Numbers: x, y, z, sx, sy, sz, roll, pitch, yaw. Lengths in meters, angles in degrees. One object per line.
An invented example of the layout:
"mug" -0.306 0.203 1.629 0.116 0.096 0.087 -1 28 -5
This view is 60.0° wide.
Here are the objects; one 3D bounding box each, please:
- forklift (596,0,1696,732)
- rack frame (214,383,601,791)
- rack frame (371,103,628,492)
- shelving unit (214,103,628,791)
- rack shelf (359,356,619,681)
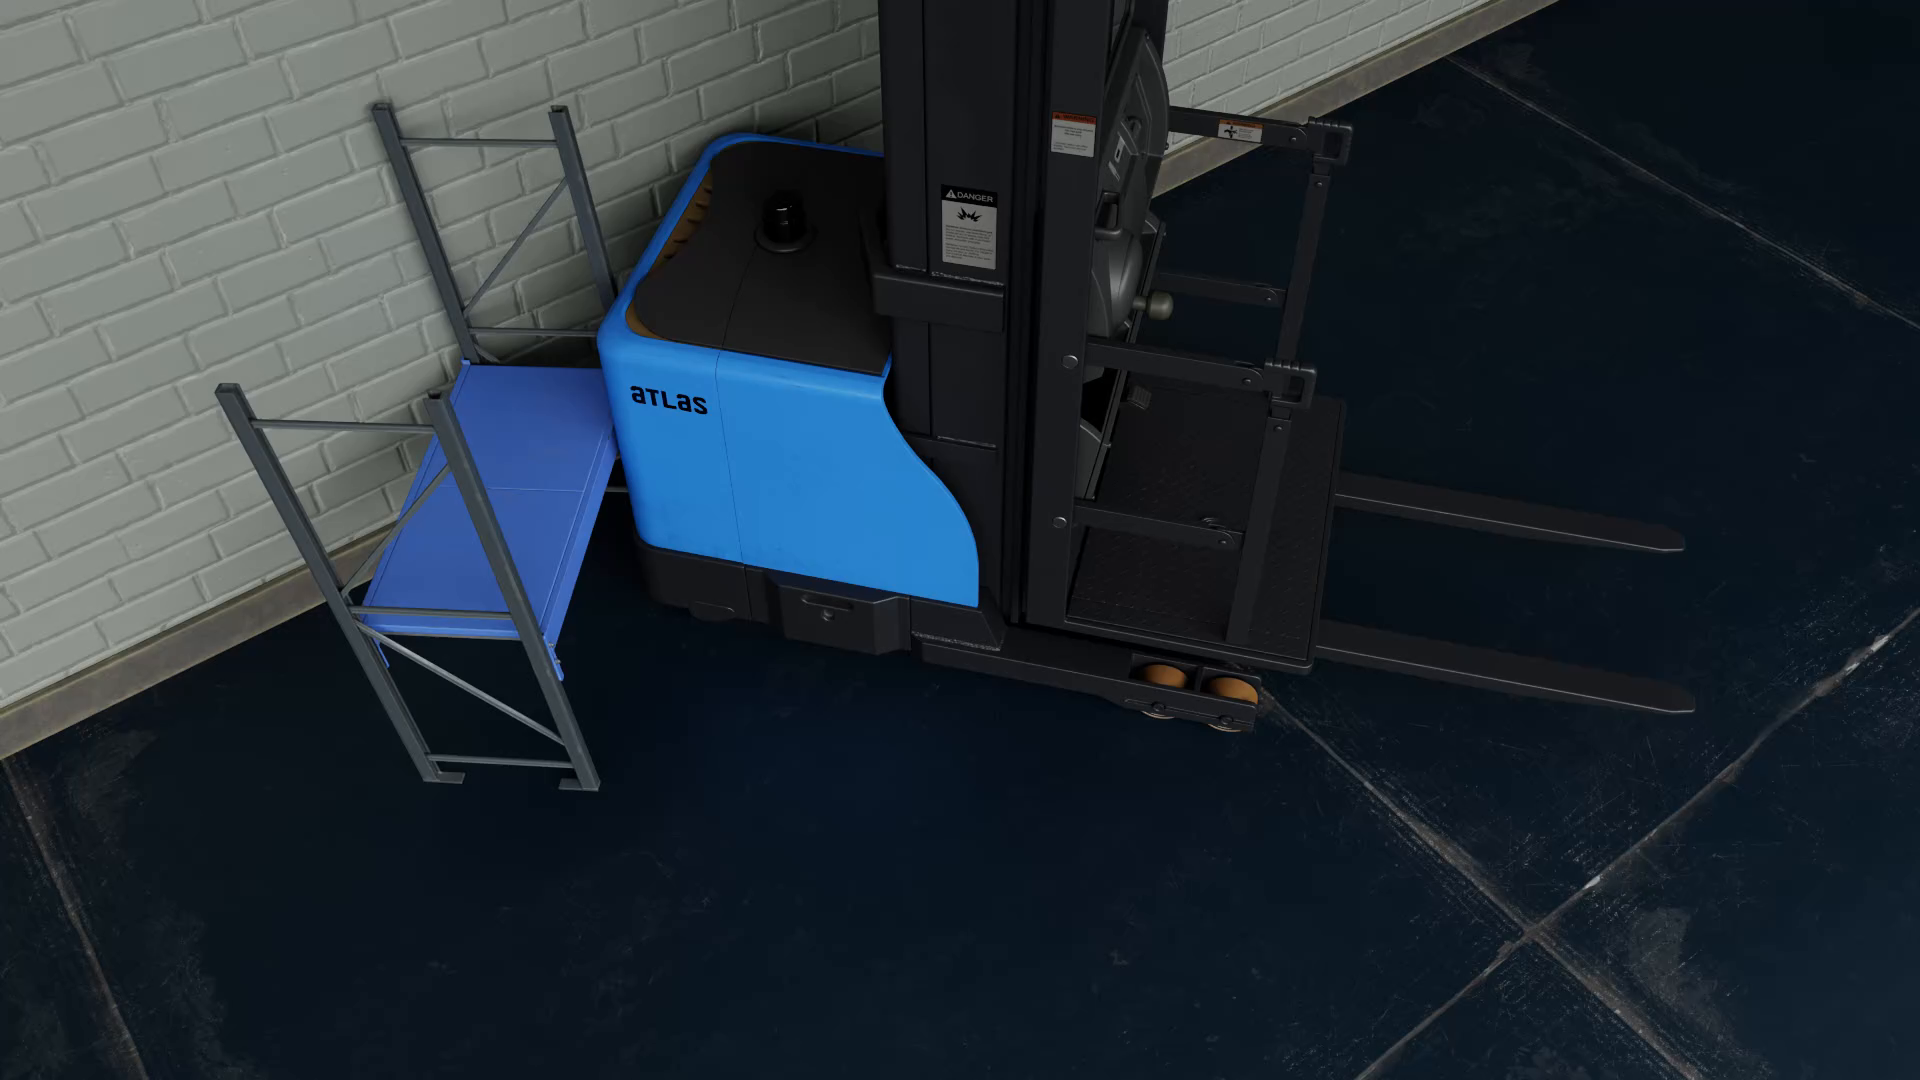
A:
"forklift" 0.610 -0.874 4.064 3.031 2.935 1.130 10 49 9
"rack frame" -1.284 0.180 4.056 0.500 1.500 0.032 2 49 6
"rack frame" -1.187 -0.587 4.717 0.500 1.500 0.032 2 49 6
"shelving unit" -1.236 -0.203 4.386 0.538 1.500 1.048 2 49 6
"rack shelf" -1.226 -0.085 4.522 0.538 0.185 1.000 2 49 6
